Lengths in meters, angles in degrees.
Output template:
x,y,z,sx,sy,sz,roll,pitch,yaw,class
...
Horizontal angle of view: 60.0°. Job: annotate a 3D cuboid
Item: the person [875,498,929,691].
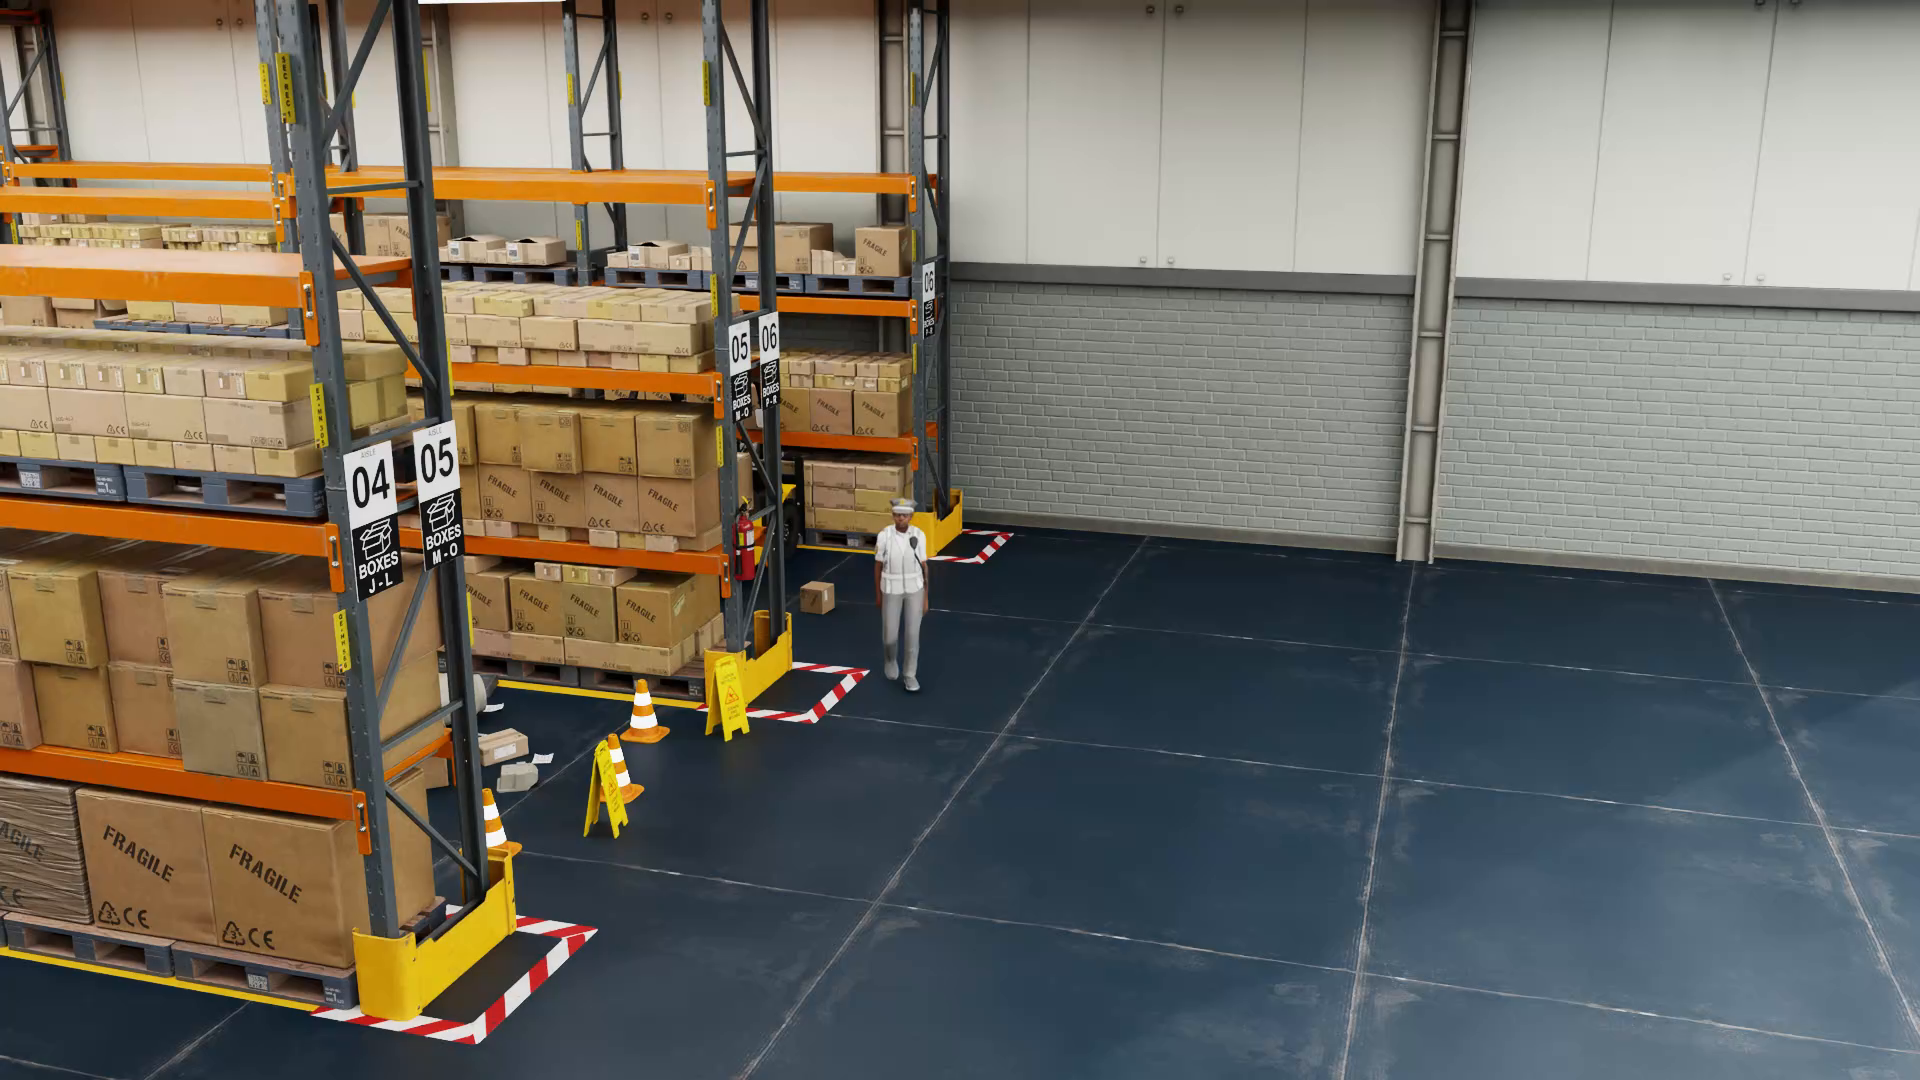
x,y,z,sx,sy,sz,roll,pitch,yaw,class
-0.498,0.435,14.206,0.455,1.678,0.475,-2,15,-7,person
